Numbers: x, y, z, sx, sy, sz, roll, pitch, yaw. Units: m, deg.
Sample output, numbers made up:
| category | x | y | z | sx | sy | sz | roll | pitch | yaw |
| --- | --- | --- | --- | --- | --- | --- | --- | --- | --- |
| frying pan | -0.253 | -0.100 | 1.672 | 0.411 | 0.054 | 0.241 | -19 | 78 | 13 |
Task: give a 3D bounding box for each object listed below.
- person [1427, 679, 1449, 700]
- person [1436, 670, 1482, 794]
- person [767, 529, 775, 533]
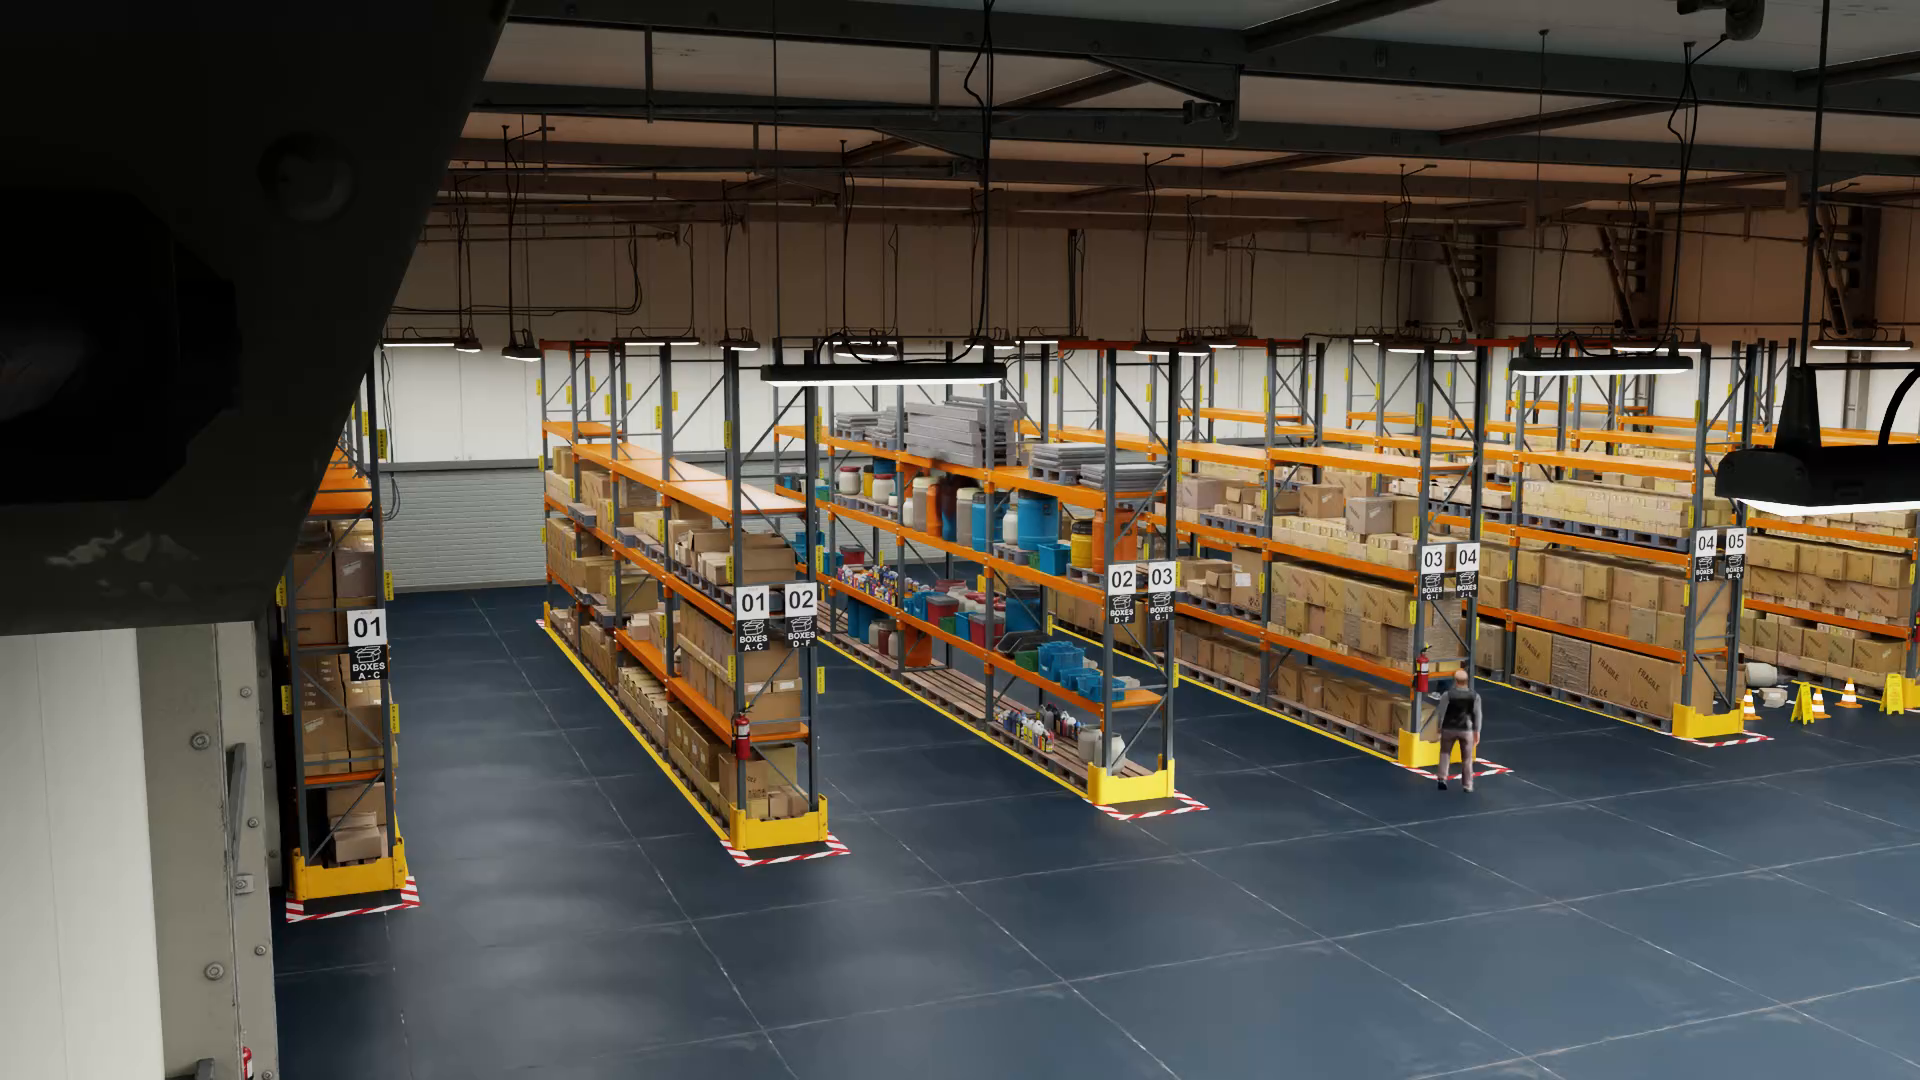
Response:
| category | x | y | z | sx | sy | sz | roll | pitch | yaw |
| --- | --- | --- | --- | --- | --- | --- | --- | --- | --- |
| person | 8.126 | 1.900 | 28.057 | 0.376 | 1.605 | 0.412 | 0 | 7 | 0 |
| person | 6.731 | 2.587 | 22.437 | 0.595 | 1.726 | 0.591 | 3 | 8 | 21 |
| person | -4.287 | 0.594 | 37.860 | 0.404 | 1.686 | 0.481 | 4 | 8 | 28 |
